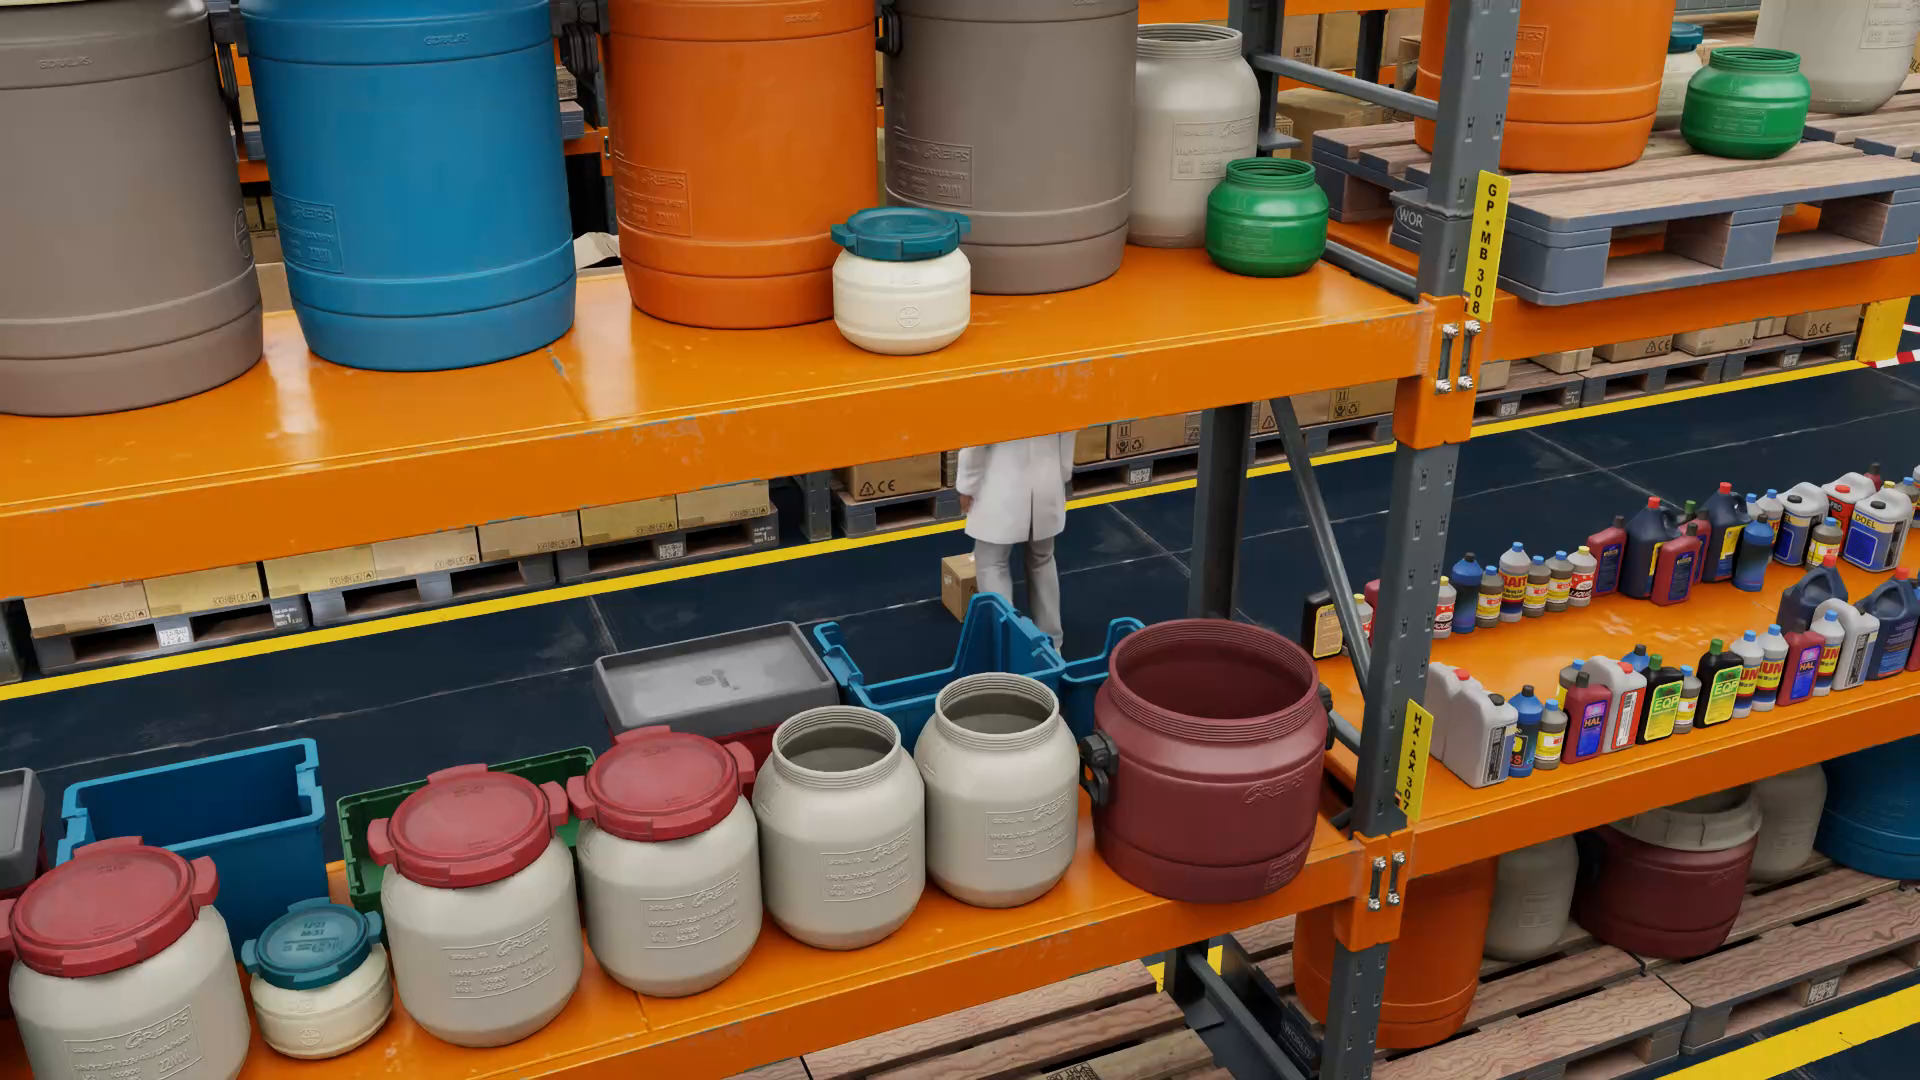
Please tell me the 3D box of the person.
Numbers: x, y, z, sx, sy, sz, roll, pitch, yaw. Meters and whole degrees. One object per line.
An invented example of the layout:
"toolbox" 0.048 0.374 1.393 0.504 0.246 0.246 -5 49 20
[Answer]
"person" 0.247 -0.249 7.659 0.562 1.773 0.380 -10 27 -20
